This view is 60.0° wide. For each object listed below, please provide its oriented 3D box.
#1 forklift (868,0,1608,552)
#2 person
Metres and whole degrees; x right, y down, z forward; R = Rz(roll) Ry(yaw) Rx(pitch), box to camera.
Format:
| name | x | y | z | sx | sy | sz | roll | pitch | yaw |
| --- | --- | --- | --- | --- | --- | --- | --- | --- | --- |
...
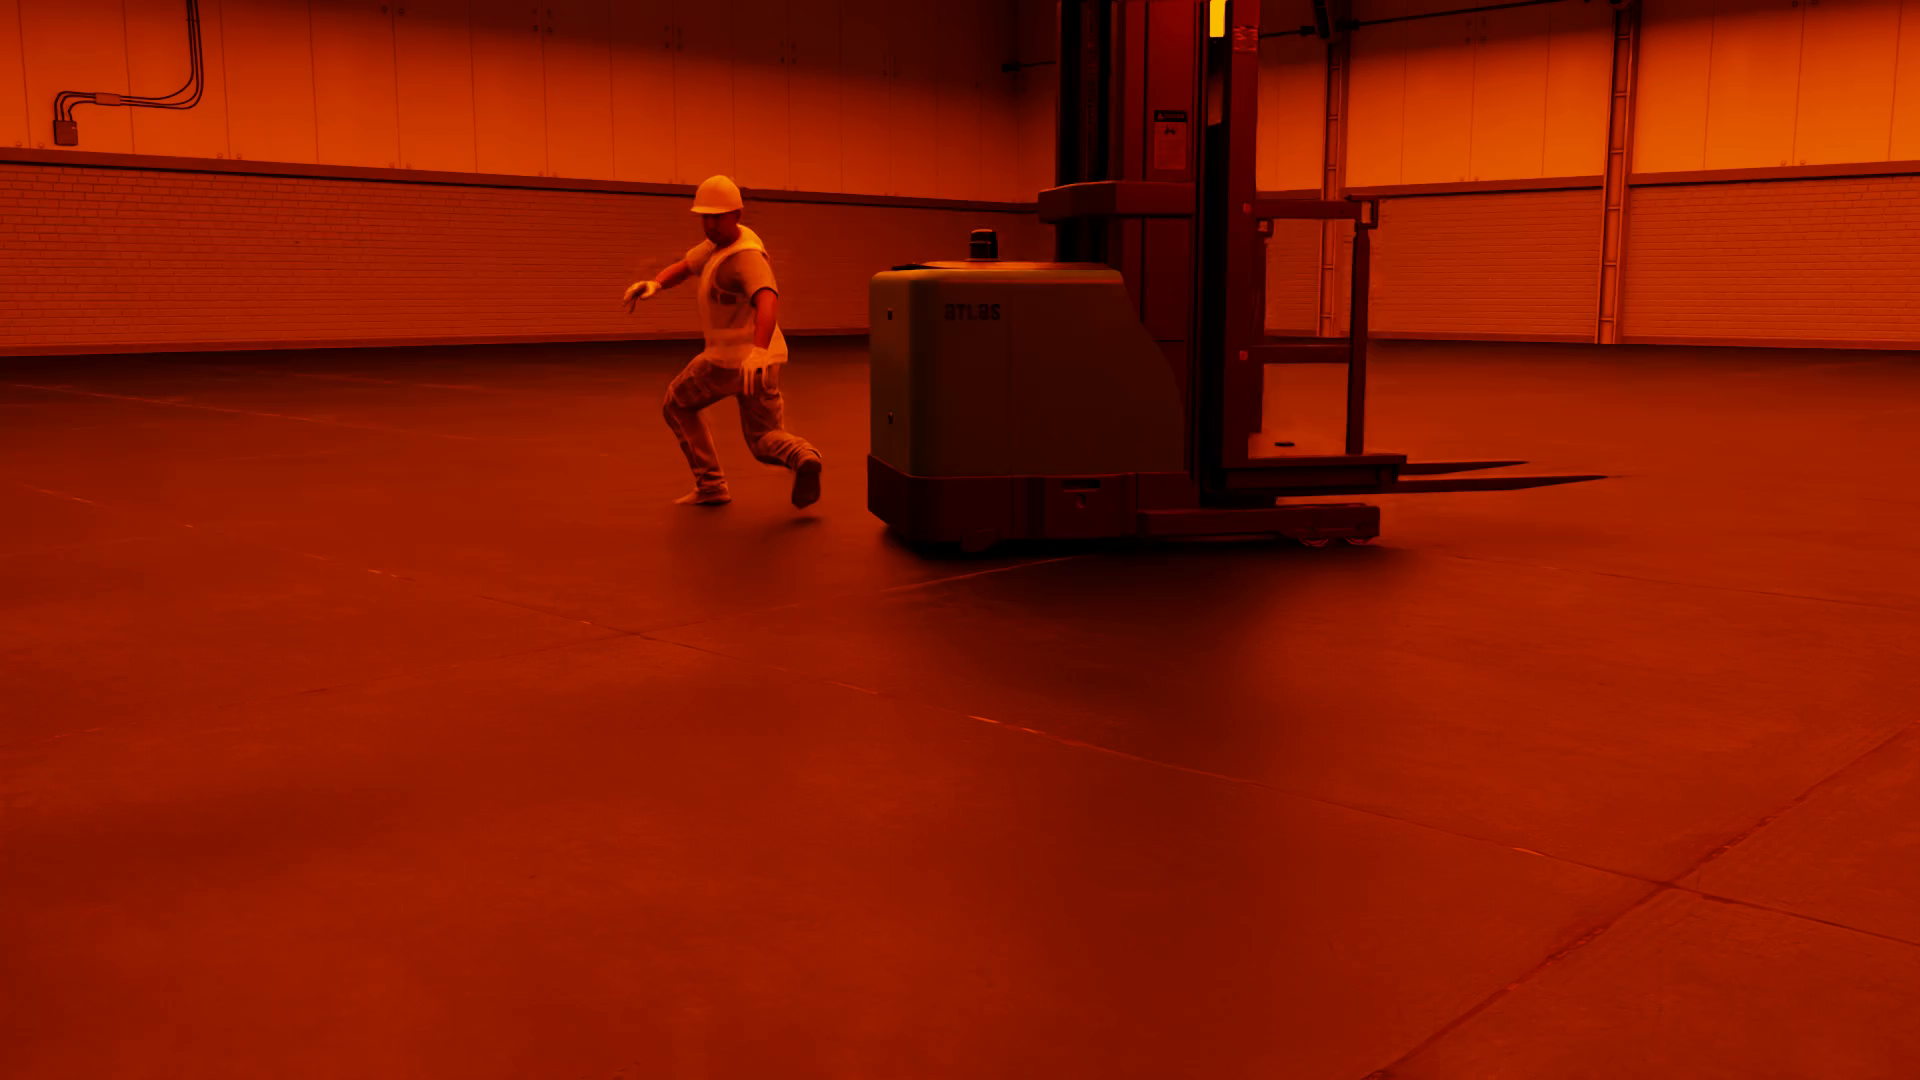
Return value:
| name | x | y | z | sx | sy | sz | roll | pitch | yaw |
| --- | --- | --- | --- | --- | --- | --- | --- | --- | --- |
| forklift | 1.181 | -1.494 | 6.796 | 3.031 | 2.935 | 1.130 | -2 | 9 | -13 |
| person | -1.025 | -0.864 | 7.533 | 0.939 | 1.543 | 0.698 | 4 | 10 | 27 |
